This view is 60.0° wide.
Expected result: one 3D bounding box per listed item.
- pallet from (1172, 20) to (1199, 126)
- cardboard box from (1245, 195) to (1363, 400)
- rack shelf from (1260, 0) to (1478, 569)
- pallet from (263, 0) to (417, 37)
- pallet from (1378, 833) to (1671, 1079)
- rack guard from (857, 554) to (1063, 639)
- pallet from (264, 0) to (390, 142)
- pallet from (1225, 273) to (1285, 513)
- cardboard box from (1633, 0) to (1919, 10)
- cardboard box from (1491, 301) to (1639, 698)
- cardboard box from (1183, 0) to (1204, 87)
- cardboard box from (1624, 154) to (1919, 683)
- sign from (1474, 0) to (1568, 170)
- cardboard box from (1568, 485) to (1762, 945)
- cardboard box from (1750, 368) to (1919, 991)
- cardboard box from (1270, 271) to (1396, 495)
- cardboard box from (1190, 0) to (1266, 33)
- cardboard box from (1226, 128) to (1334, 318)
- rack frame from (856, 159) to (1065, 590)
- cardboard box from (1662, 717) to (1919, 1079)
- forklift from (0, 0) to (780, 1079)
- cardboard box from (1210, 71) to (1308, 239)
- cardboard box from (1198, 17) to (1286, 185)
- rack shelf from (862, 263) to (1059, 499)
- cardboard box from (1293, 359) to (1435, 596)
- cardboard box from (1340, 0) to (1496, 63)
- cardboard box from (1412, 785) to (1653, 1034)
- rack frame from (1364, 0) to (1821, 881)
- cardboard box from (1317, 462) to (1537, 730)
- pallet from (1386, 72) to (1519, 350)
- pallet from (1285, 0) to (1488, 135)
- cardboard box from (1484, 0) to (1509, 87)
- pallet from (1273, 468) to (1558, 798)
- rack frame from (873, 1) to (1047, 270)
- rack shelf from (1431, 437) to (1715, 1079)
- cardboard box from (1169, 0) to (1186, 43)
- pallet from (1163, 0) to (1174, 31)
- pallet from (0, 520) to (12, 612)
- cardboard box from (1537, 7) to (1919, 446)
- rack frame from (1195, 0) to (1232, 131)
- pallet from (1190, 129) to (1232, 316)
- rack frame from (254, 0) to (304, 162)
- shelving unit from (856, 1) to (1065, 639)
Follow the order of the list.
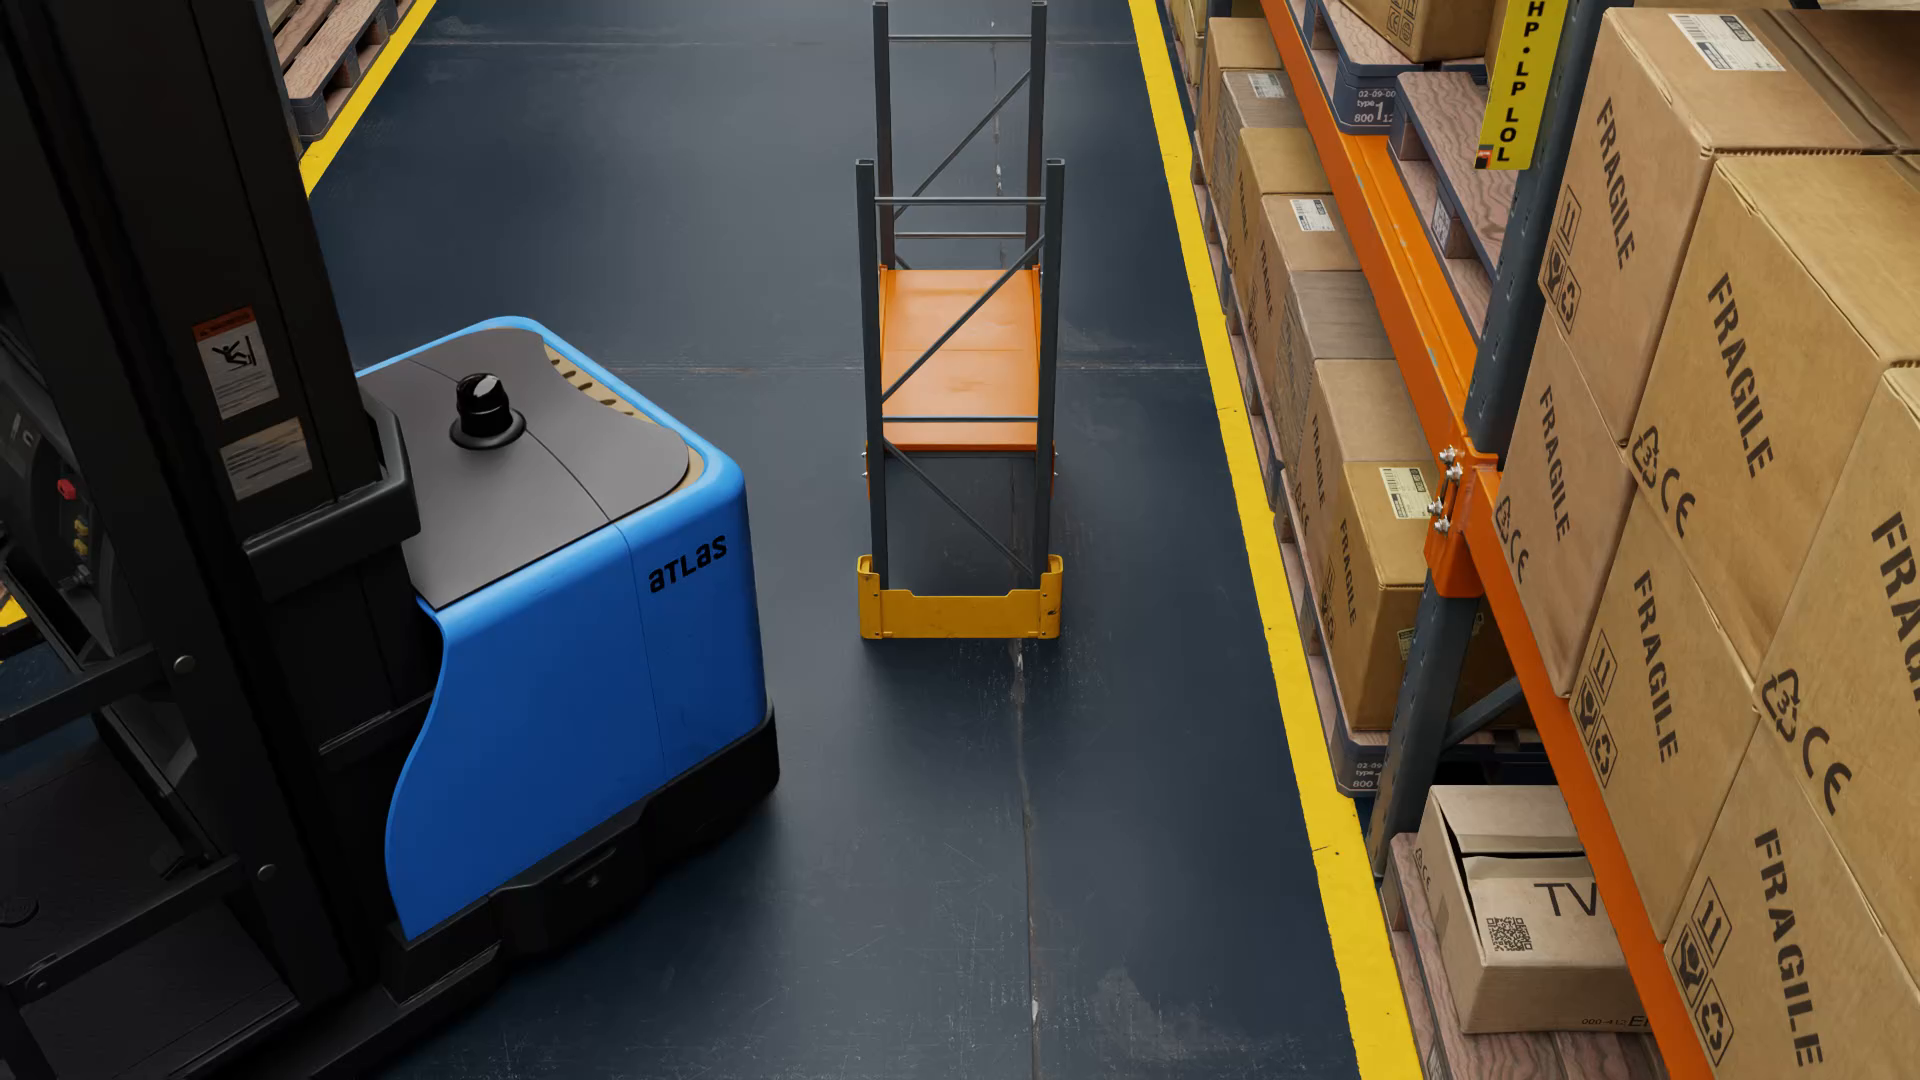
[{"bbox_3d":[1.574,-2.282,7.929,1.003,0.211,1.213,0,39,0],"label":"pallet"},{"bbox_3d":[1.258,-0.799,5.496,0.500,0.500,0.500,-1,39,-2],"label":"cardboard box"},{"bbox_3d":[1.538,-1.324,5.078,1.077,0.370,4.000,0,39,0],"label":"rack shelf"},{"bbox_3d":[-3.378,-3.011,8.839,1.003,0.211,1.213,0,39,0],"label":"pallet"},{"bbox_3d":[1.541,1.164,3.629,1.003,0.211,1.213,0,39,0],"label":"pallet"},{"bbox_3d":[0.000,0.166,4.843,0.587,0.250,0.087,0,39,0],"label":"rack guard"},{"bbox_3d":[-3.379,-2.250,7.889,1.003,0.211,1.213,0,39,0],"label":"pallet"},{"bbox_3d":[1.498,-0.539,5.754,1.003,0.211,1.213,0,39,0],"label":"pallet"},{"bbox_3d":[1.764,-0.853,3.500,0.700,0.500,0.500,-13,40,-15],"label":"cardboard box"},{"bbox_3d":[1.269,-0.074,2.863,0.500,0.500,0.500,1,39,1],"label":"cardboard box"},{"bbox_3d":[1.292,-2.275,7.553,0.500,0.250,0.500,1,39,1],"label":"cardboard box"},{"bbox_3d":[1.261,-0.165,2.178,0.500,0.500,0.500,-1,39,-1],"label":"cardboard box"},{"bbox_3d":[0.986,-0.803,2.927,0.100,0.325,0.005,0,39,0],"label":"sign"},{"bbox_3d":[1.273,0.246,2.464,0.500,0.500,0.500,1,39,1],"label":"cardboard box"},{"bbox_3d":[1.261,0.156,1.777,0.500,0.500,0.500,-1,39,-1],"label":"cardboard box"},{"bbox_3d":[1.261,-0.481,5.099,0.500,0.500,0.500,0,39,1],"label":"cardboard box"},{"bbox_3d":[1.289,-2.492,7.376,0.500,0.311,0.500,1,39,1],"label":"cardboard box"},{"bbox_3d":[1.253,-1.125,5.903,0.500,0.500,0.500,-1,39,-1],"label":"cardboard box"},{"bbox_3d":[0.000,-0.321,4.451,0.500,1.500,0.032,0,39,0],"label":"rack frame"},{"bbox_3d":[1.271,0.559,2.074,0.500,0.500,0.500,0,39,0],"label":"cardboard box"},{"bbox_3d":[-1.891,-0.057,2.977,3.031,2.935,1.130,-30,48,-32],"label":"forklift"},{"bbox_3d":[1.257,-1.439,6.294,0.500,0.500,0.500,-1,39,-2],"label":"cardboard box"},{"bbox_3d":[1.251,-1.767,6.703,0.500,0.500,0.500,2,39,2],"label":"cardboard box"},{"bbox_3d":[0.000,-0.498,4.960,0.538,0.185,1.000,0,39,0],"label":"rack shelf"},{"bbox_3d":[1.261,-0.167,4.707,0.500,0.500,0.500,0,39,0],"label":"cardboard box"},{"bbox_3d":[1.477,-1.661,4.509,0.700,0.500,0.500,-9,40,-11],"label":"cardboard box"},{"bbox_3d":[1.325,0.786,3.668,0.500,0.311,0.500,0,39,0],"label":"cardboard box"},{"bbox_3d":[1.541,-0.354,3.293,1.000,3.000,0.127,0,39,0],"label":"rack frame"},{"bbox_3d":[1.254,0.142,4.322,0.500,0.500,0.500,0,39,0],"label":"cardboard box"},{"bbox_3d":[1.649,-0.779,3.976,1.003,0.211,1.213,0,39,0],"label":"pallet"},{"bbox_3d":[1.543,-1.564,4.957,1.003,0.211,1.213,0,39,0],"label":"pallet"},{"bbox_3d":[1.700,-1.283,4.037,0.700,0.500,0.500,6,39,7],"label":"cardboard box"},{"bbox_3d":[1.502,0.226,4.799,1.003,0.211,1.213,0,39,0],"label":"pallet"},{"bbox_3d":[-0.001,-0.957,5.244,0.500,1.500,0.032,0,39,0],"label":"rack frame"},{"bbox_3d":[1.543,1.178,1.957,1.077,0.370,4.000,0,39,0],"label":"rack shelf"},{"bbox_3d":[1.287,-2.597,7.955,0.500,0.250,0.500,0,39,-1],"label":"cardboard box"},{"bbox_3d":[1.576,-3.043,8.878,1.003,0.211,1.213,0,39,0],"label":"pallet"},{"bbox_3d":[-3.372,0.253,4.765,1.003,0.211,1.213,0,39,0],"label":"pallet"},{"bbox_3d":[1.260,-0.488,2.581,0.500,0.500,0.500,1,39,1],"label":"cardboard box"},{"bbox_3d":[1.536,-2.855,6.414,1.000,3.000,0.127,0,39,0],"label":"rack frame"},{"bbox_3d":[1.499,-1.300,6.703,1.003,0.211,1.213,0,39,0],"label":"pallet"},{"bbox_3d":[-3.417,-2.854,6.413,1.000,3.000,0.127,0,39,0],"label":"rack frame"},{"bbox_3d":[0.000,-0.633,4.840,0.587,1.500,1.083,0,39,0],"label":"shelving unit"}]
